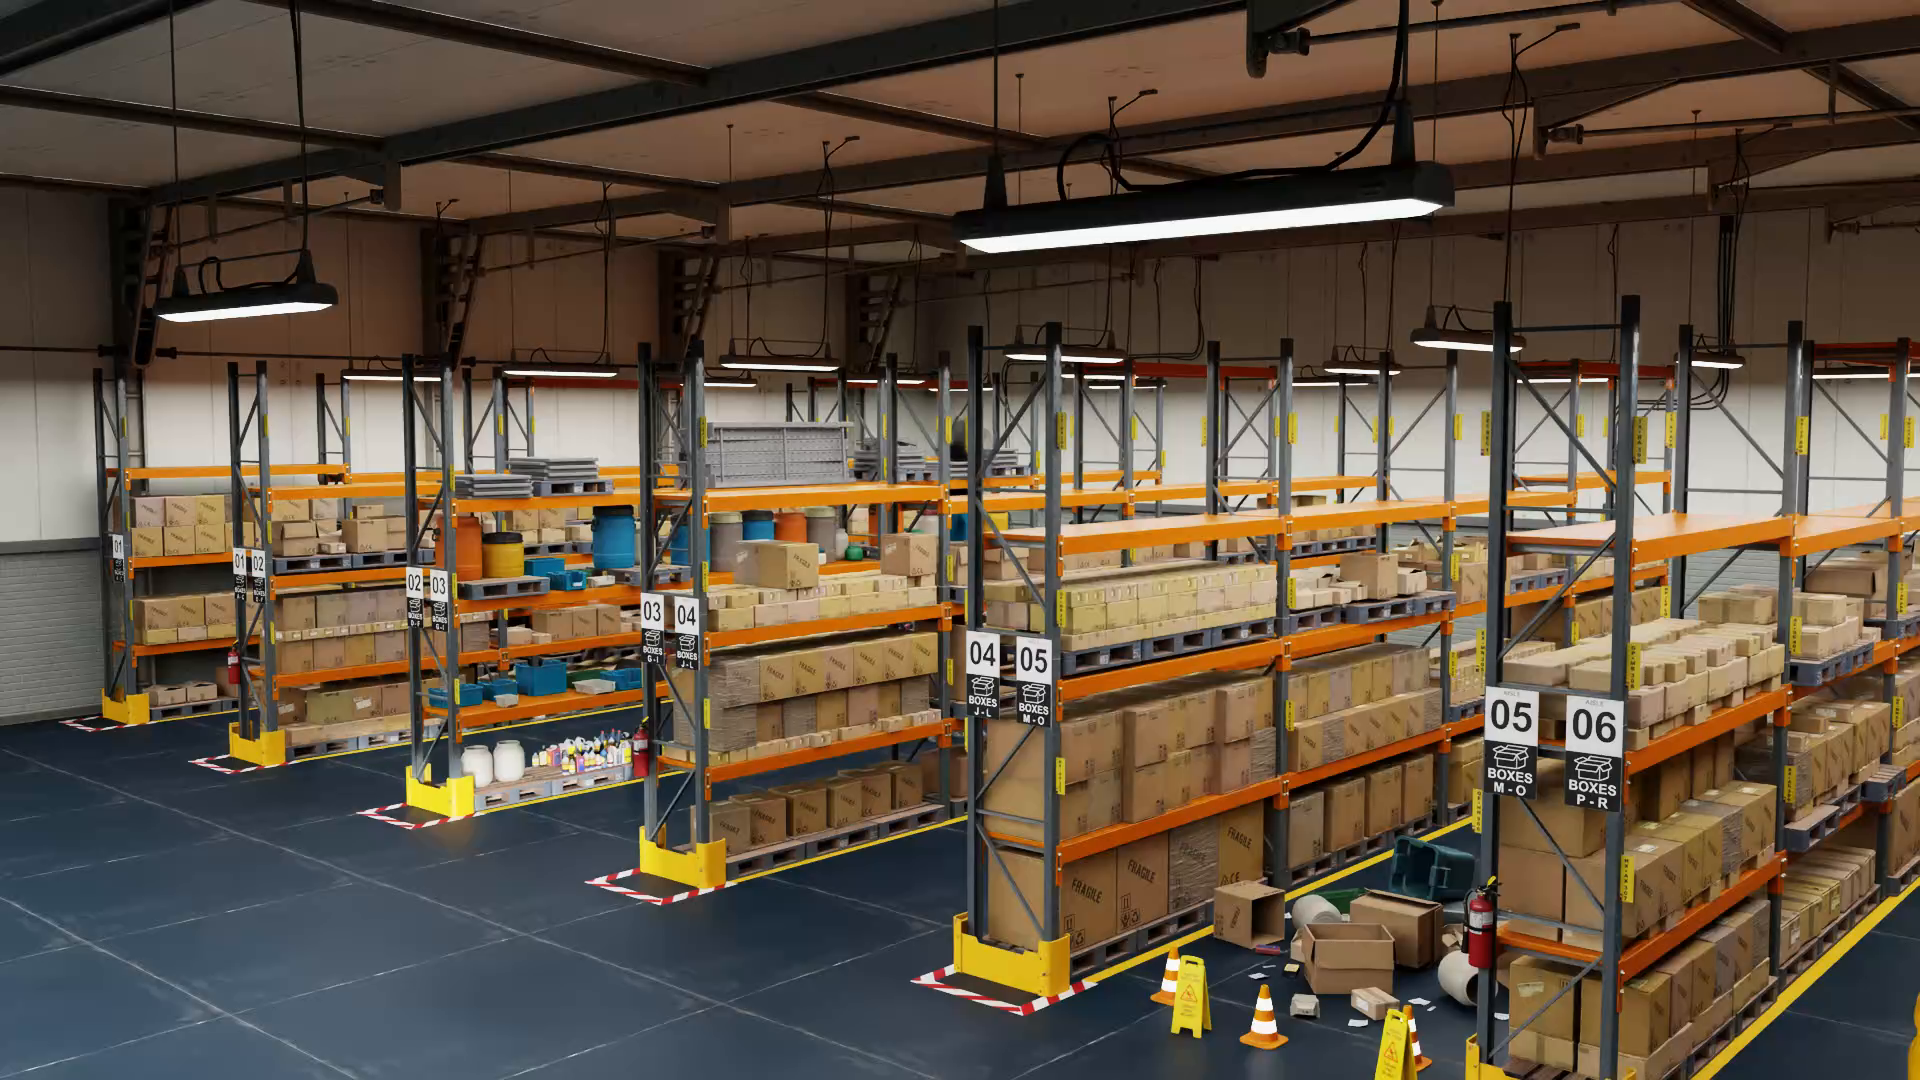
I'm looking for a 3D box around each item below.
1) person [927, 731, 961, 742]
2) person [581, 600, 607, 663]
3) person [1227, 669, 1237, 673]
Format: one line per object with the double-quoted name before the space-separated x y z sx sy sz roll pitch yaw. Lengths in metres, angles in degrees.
"person" -0.330 2.385 26.622 0.717 1.713 0.812 0 4 -6
"person" -6.927 2.000 31.573 0.750 1.780 0.718 3 5 35
"person" 4.182 2.622 24.413 0.799 1.507 0.601 -4 6 -41
